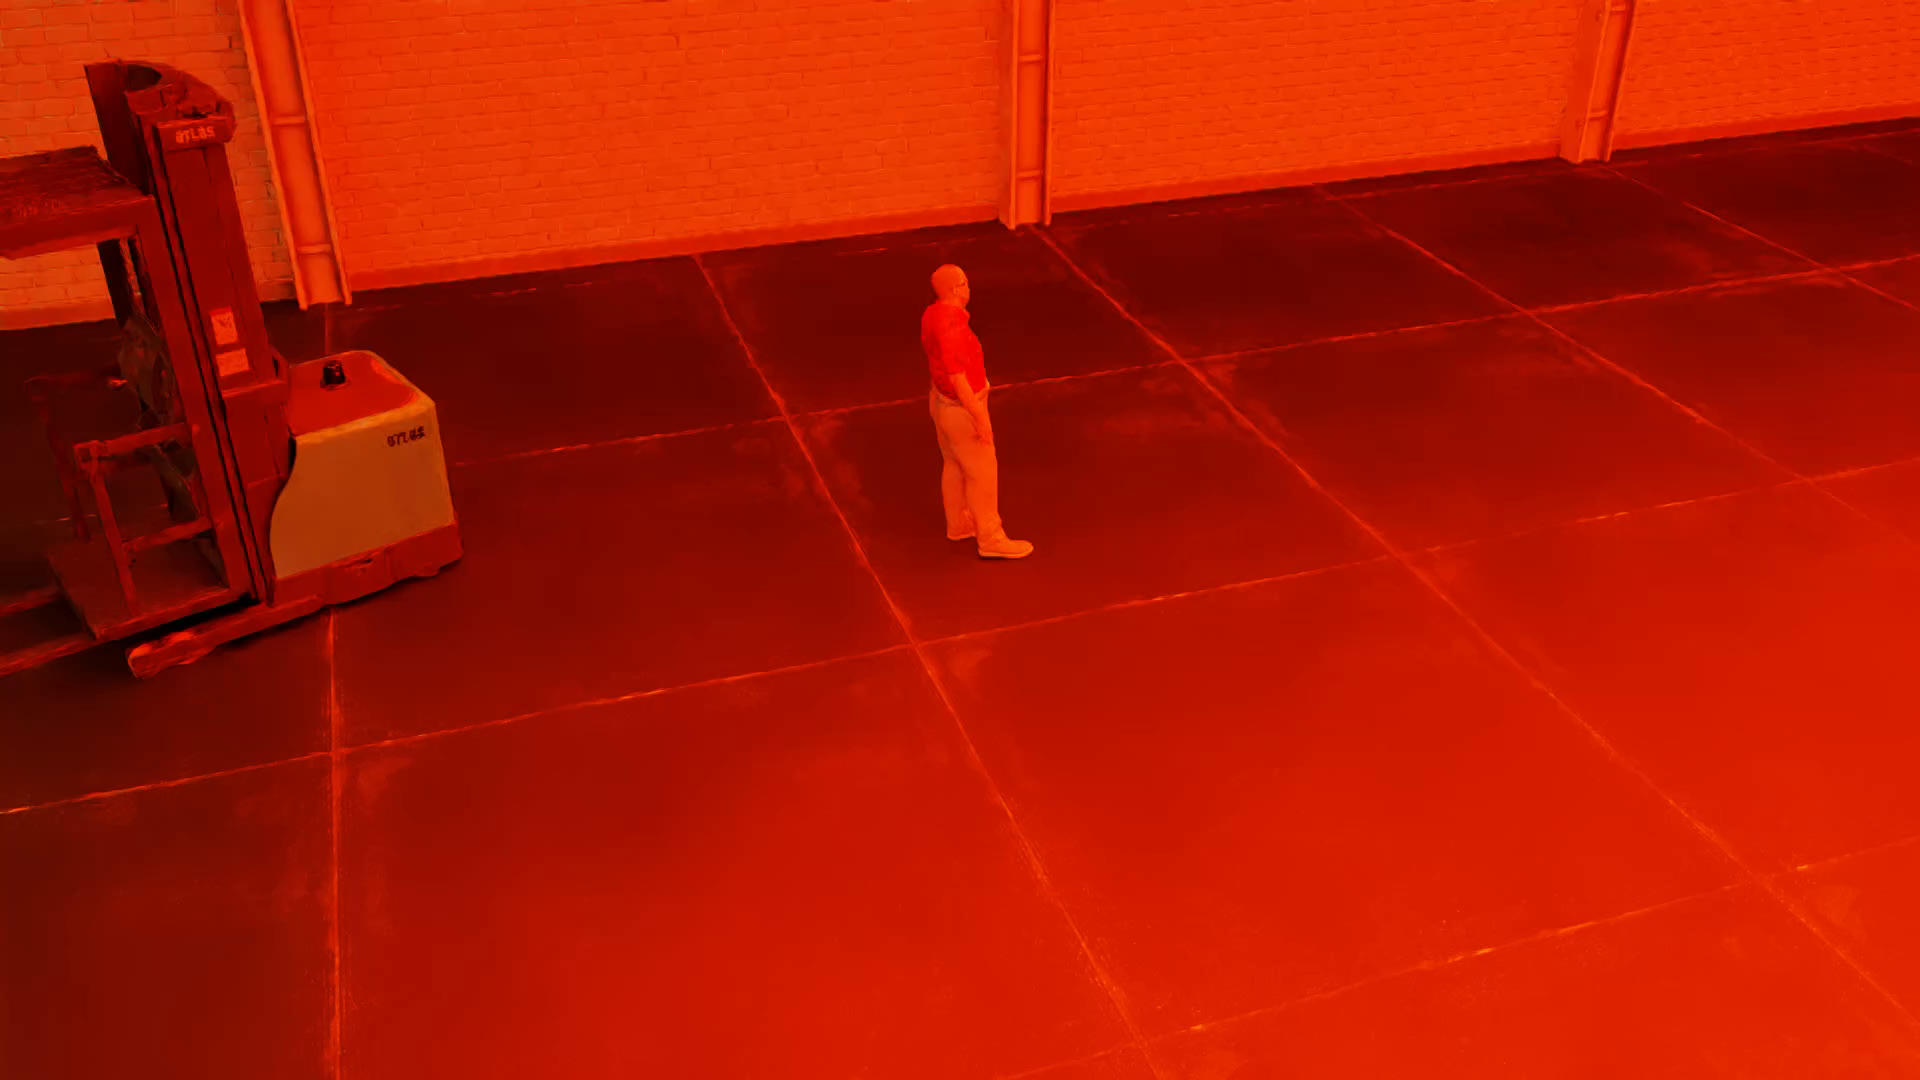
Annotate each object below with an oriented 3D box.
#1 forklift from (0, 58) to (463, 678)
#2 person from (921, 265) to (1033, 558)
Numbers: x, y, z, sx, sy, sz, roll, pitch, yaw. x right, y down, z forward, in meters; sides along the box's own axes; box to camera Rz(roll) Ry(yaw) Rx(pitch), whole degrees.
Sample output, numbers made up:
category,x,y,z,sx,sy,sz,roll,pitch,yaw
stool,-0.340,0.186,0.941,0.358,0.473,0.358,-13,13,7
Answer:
category,x,y,z,sx,sy,sz,roll,pitch,yaw
forklift,-4.378,-0.845,8.555,3.031,2.935,1.130,-22,36,-33
person,0.089,-0.764,9.606,0.550,1.727,0.640,-10,31,-16
